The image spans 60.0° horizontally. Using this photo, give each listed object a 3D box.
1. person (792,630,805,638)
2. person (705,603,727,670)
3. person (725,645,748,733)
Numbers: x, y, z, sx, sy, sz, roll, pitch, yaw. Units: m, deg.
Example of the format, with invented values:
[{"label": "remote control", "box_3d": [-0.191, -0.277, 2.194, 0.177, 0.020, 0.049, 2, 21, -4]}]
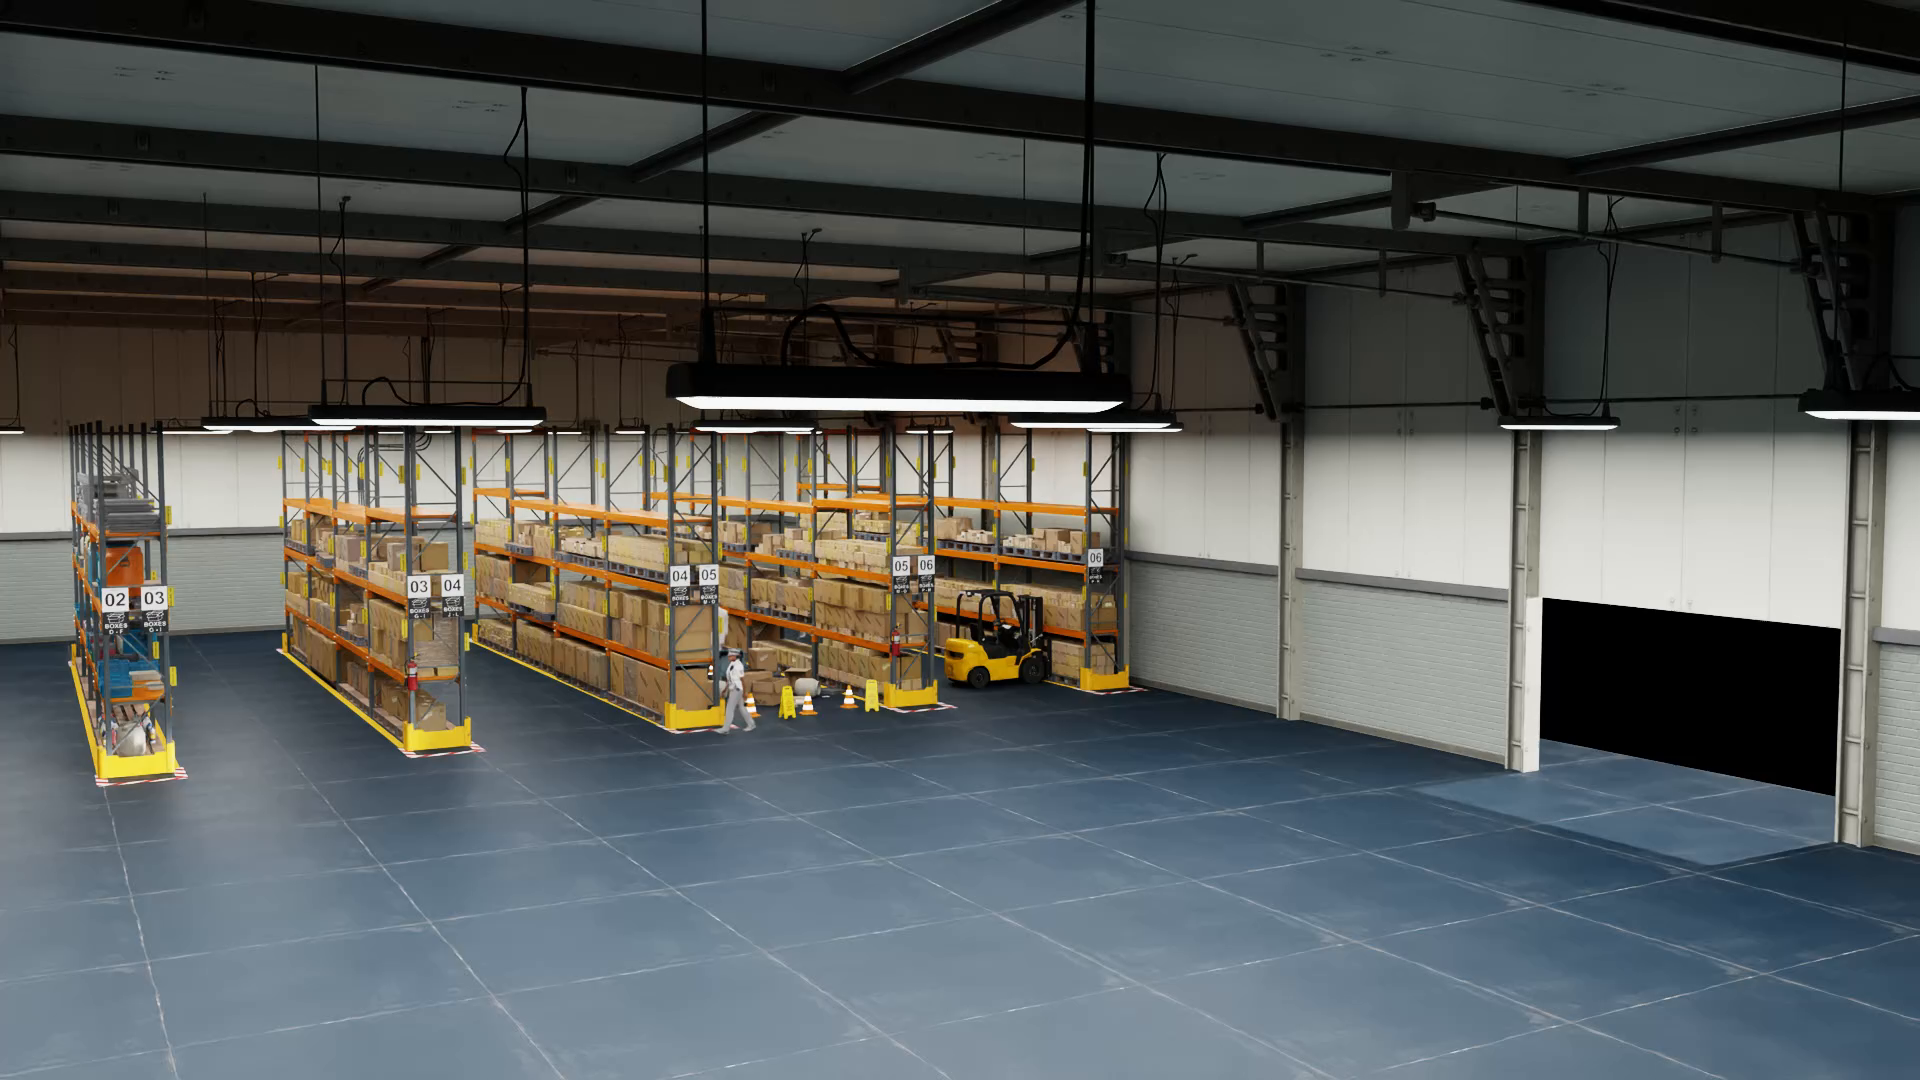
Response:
[{"label": "person", "box_3d": [-4.608, 2.051, 47.435, 0.376, 1.506, 0.448, -3, 5, -42]}, {"label": "person", "box_3d": [-5.963, 2.312, 40.662, 0.605, 1.783, 0.412, 1, 4, 15]}, {"label": "person", "box_3d": [-4.331, 2.890, 32.191, 0.370, 1.694, 0.531, 3, 4, 36]}]
